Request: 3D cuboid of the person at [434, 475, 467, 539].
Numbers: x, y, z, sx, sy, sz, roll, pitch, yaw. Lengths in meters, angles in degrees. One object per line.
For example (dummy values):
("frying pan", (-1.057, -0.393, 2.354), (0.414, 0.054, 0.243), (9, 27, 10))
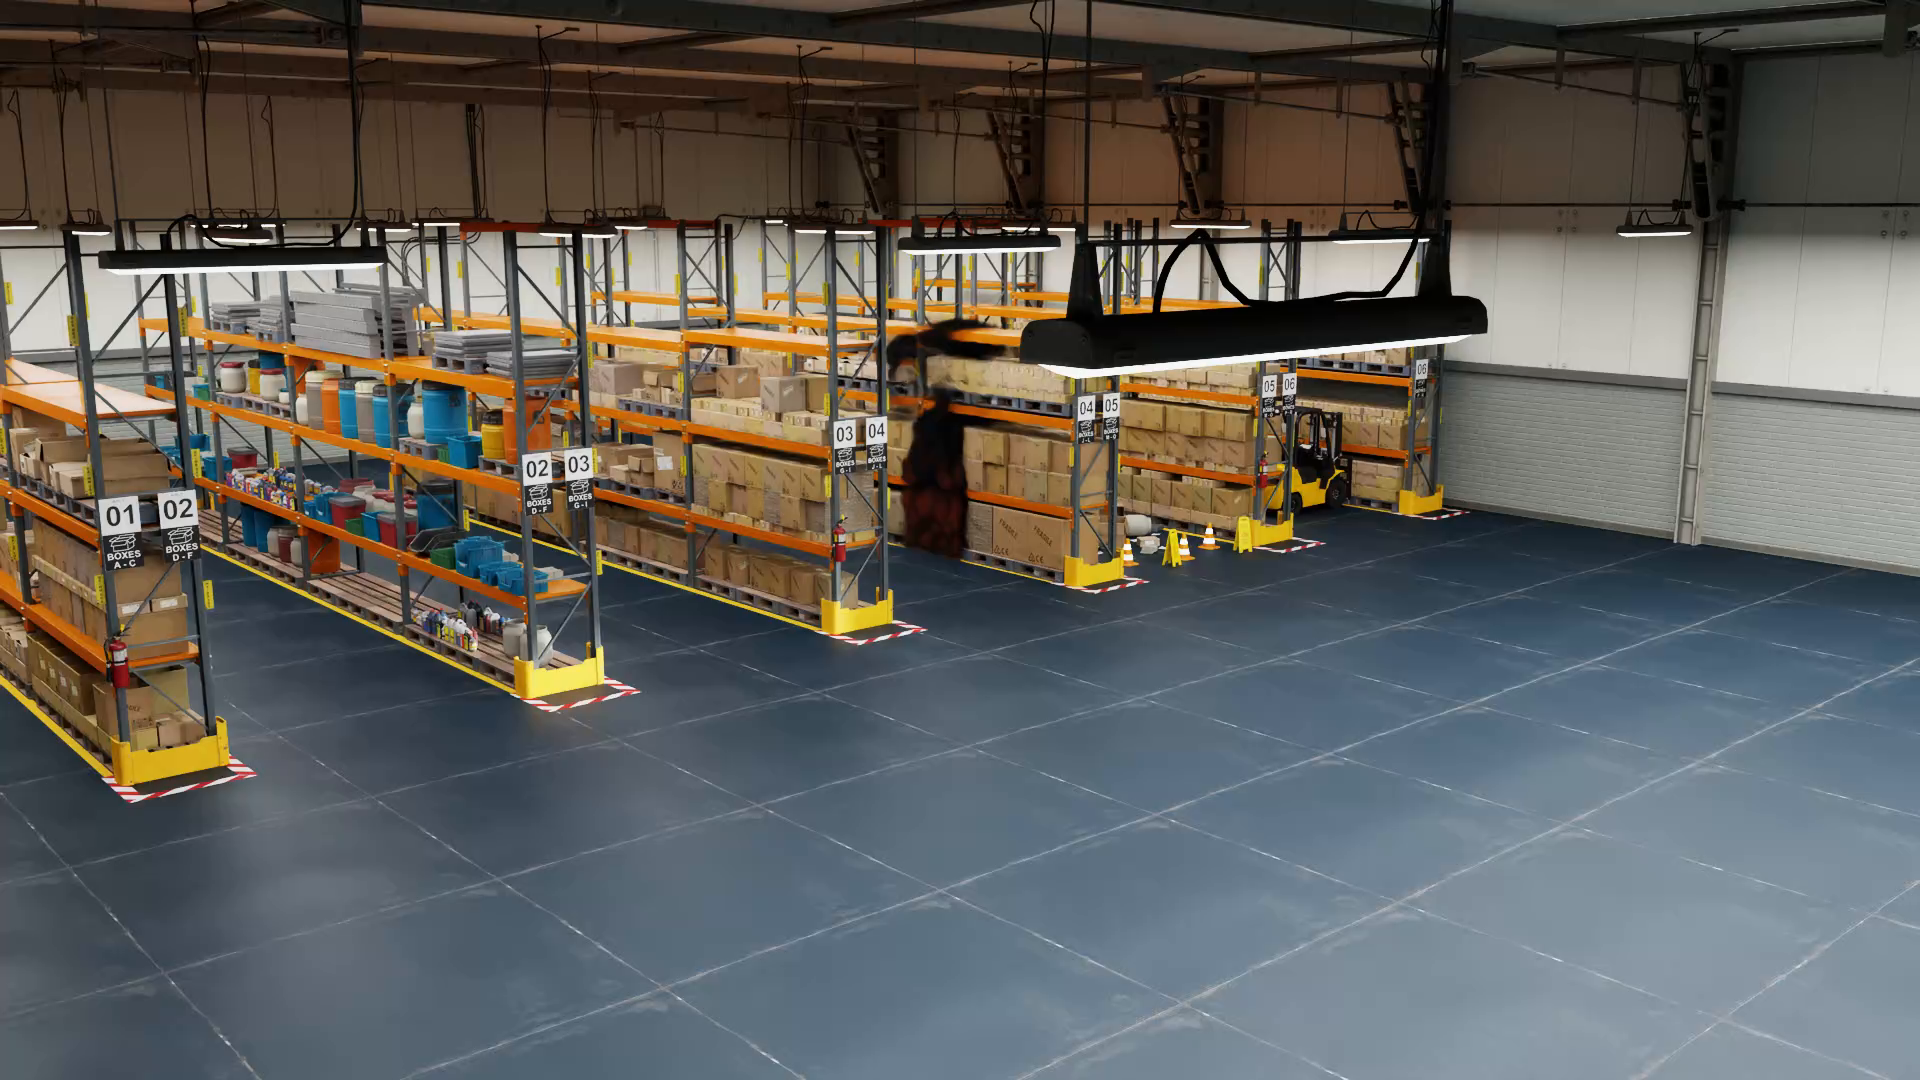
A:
("person", (-9.225, -0.526, 30.040), (0.832, 1.827, 0.689), (9, 15, 39))
